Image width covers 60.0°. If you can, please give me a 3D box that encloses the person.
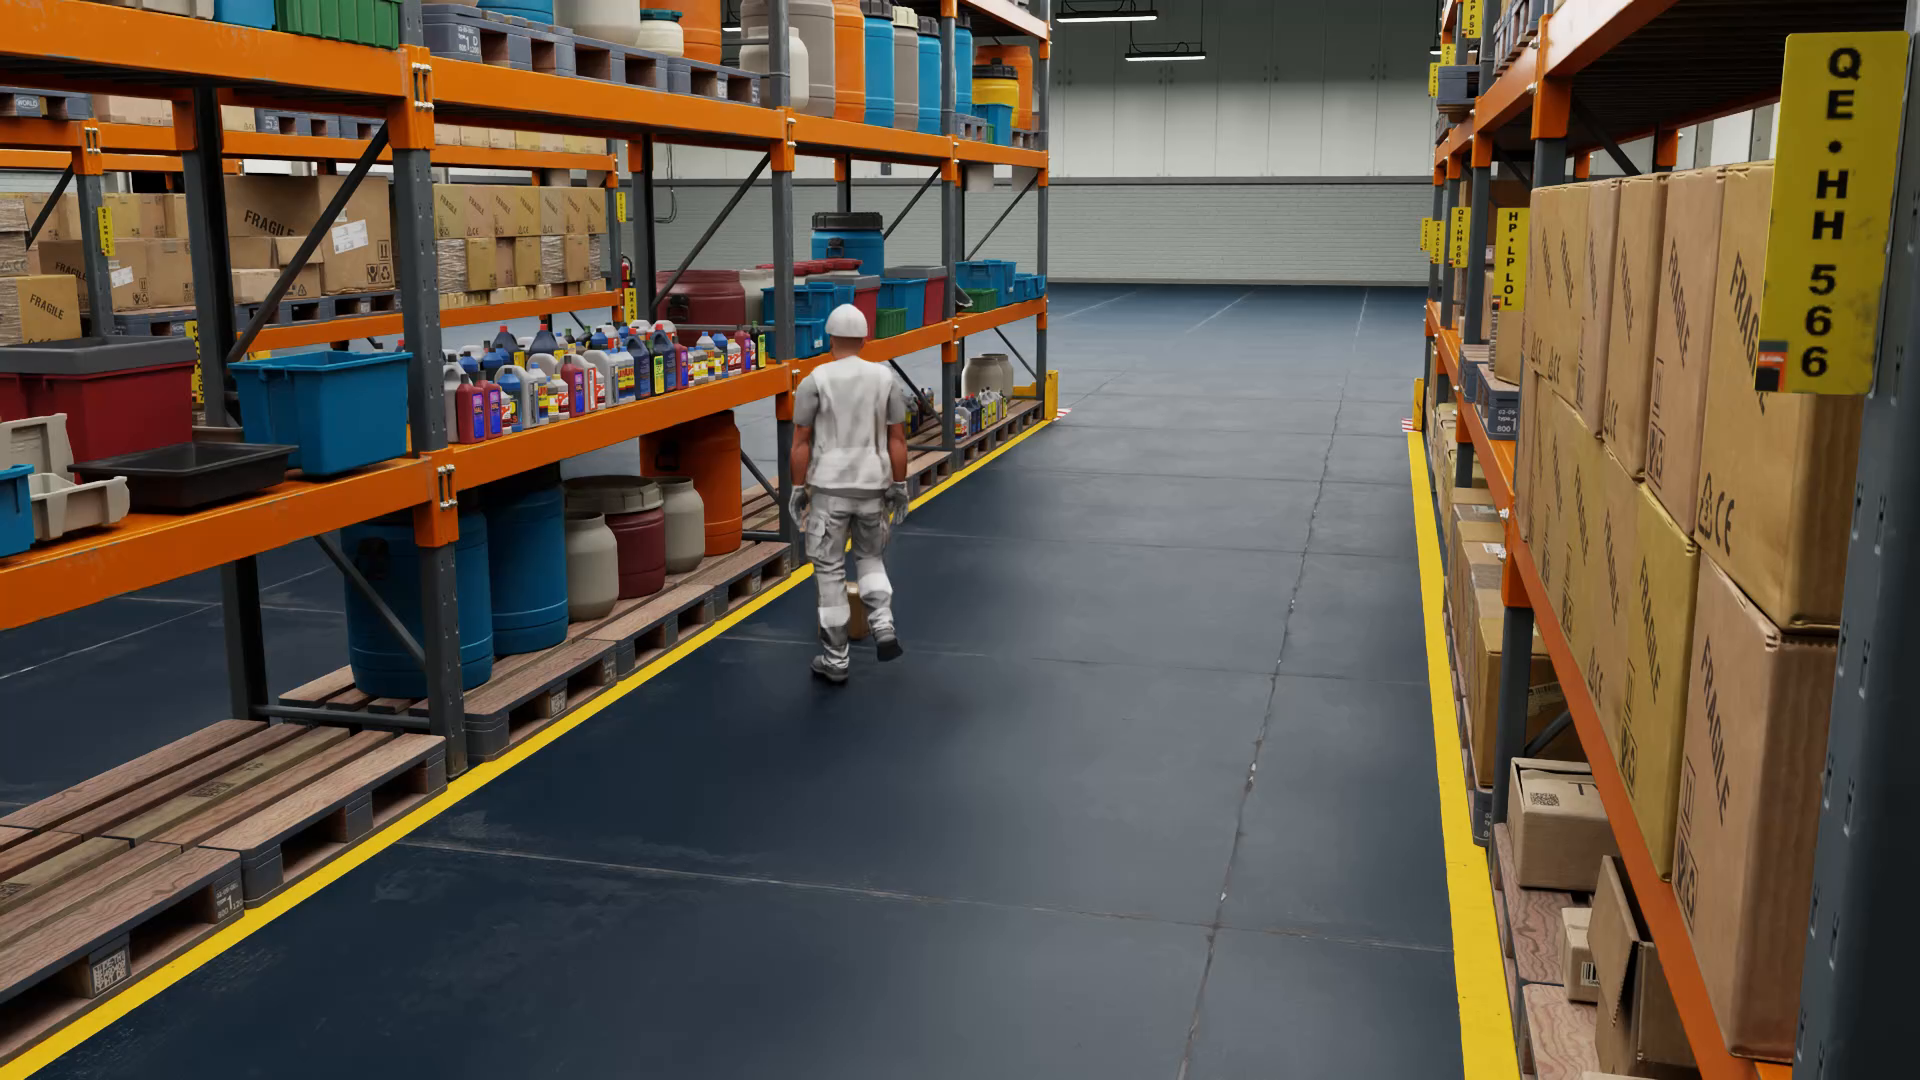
[{"bbox_3d":[-0.521,-0.226,7.939,0.580,1.779,0.479,-5,12,-24],"label":"person"}]
